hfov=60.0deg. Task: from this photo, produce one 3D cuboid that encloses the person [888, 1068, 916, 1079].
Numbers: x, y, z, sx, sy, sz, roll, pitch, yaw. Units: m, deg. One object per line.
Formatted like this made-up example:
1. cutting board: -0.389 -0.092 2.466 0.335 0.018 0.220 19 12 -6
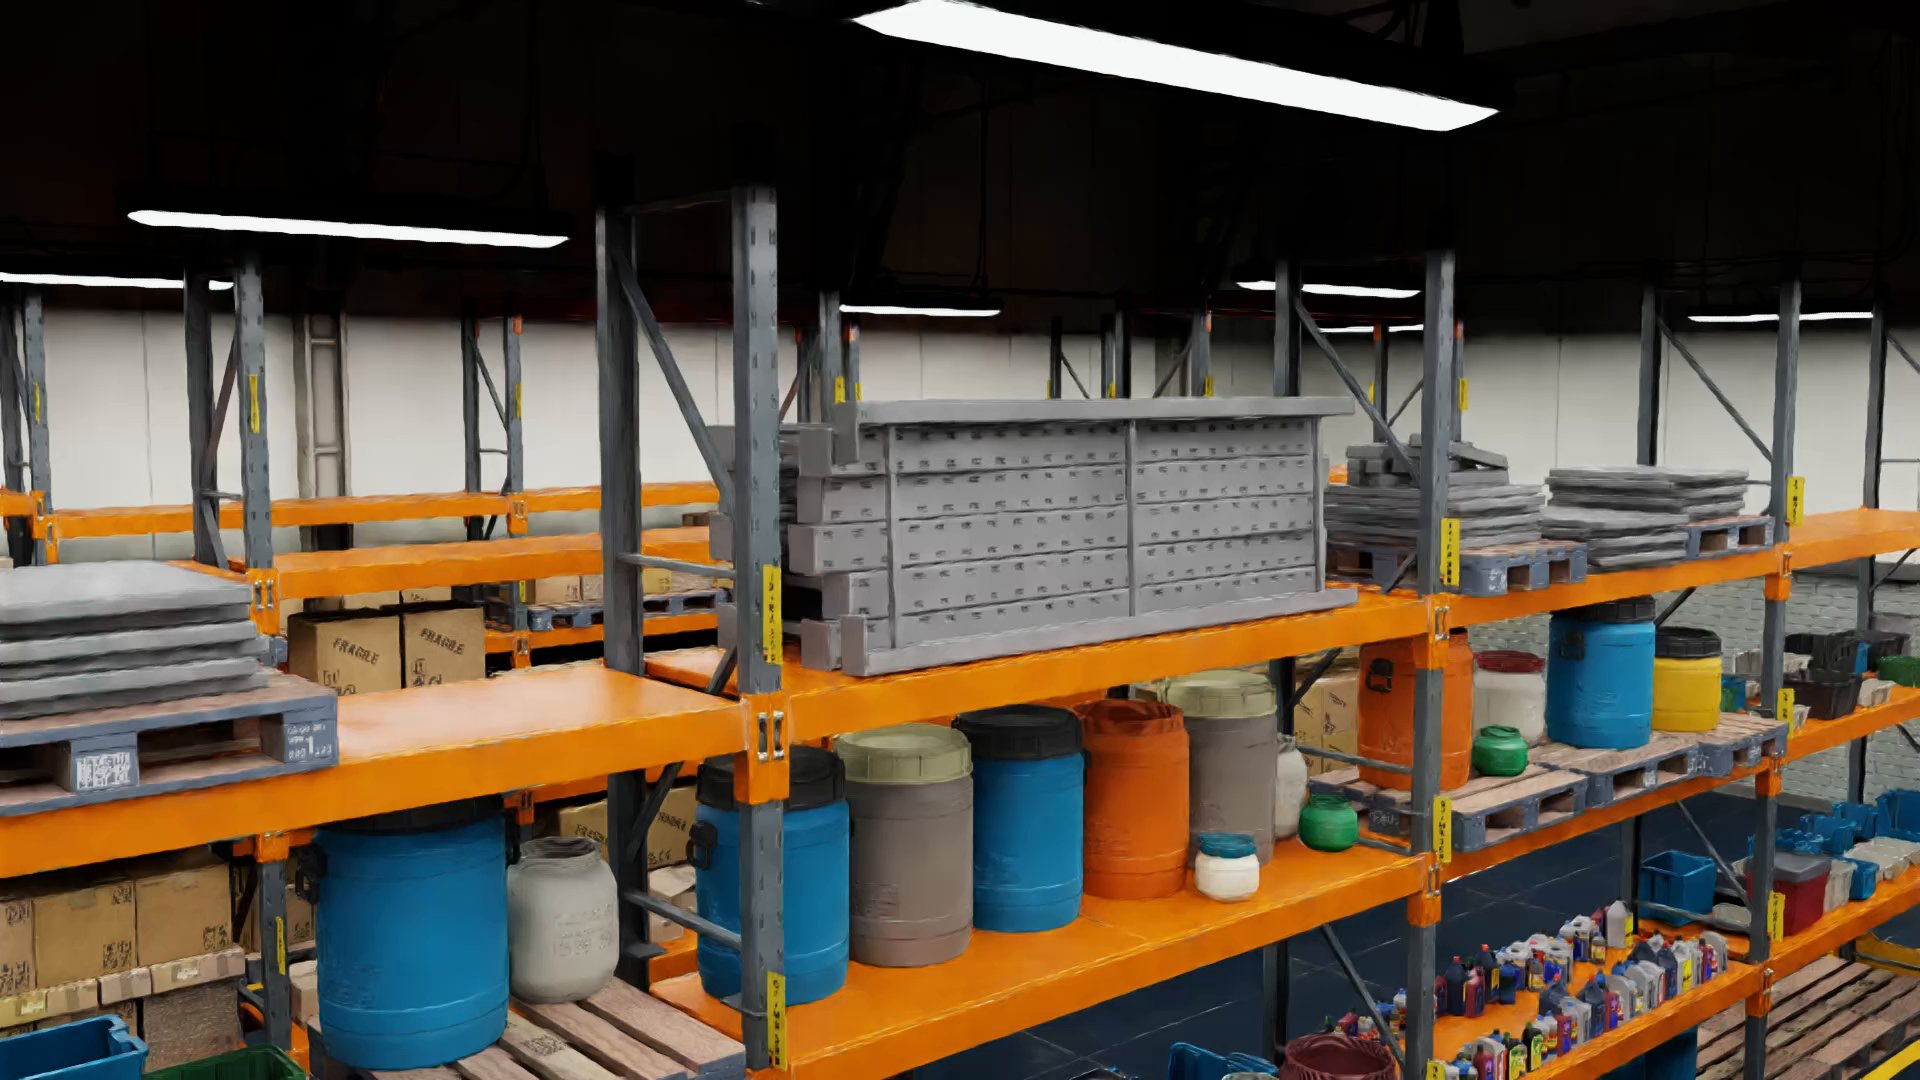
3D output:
1. person: -0.578 3.291 11.063 0.608 1.658 0.843 5 8 44
